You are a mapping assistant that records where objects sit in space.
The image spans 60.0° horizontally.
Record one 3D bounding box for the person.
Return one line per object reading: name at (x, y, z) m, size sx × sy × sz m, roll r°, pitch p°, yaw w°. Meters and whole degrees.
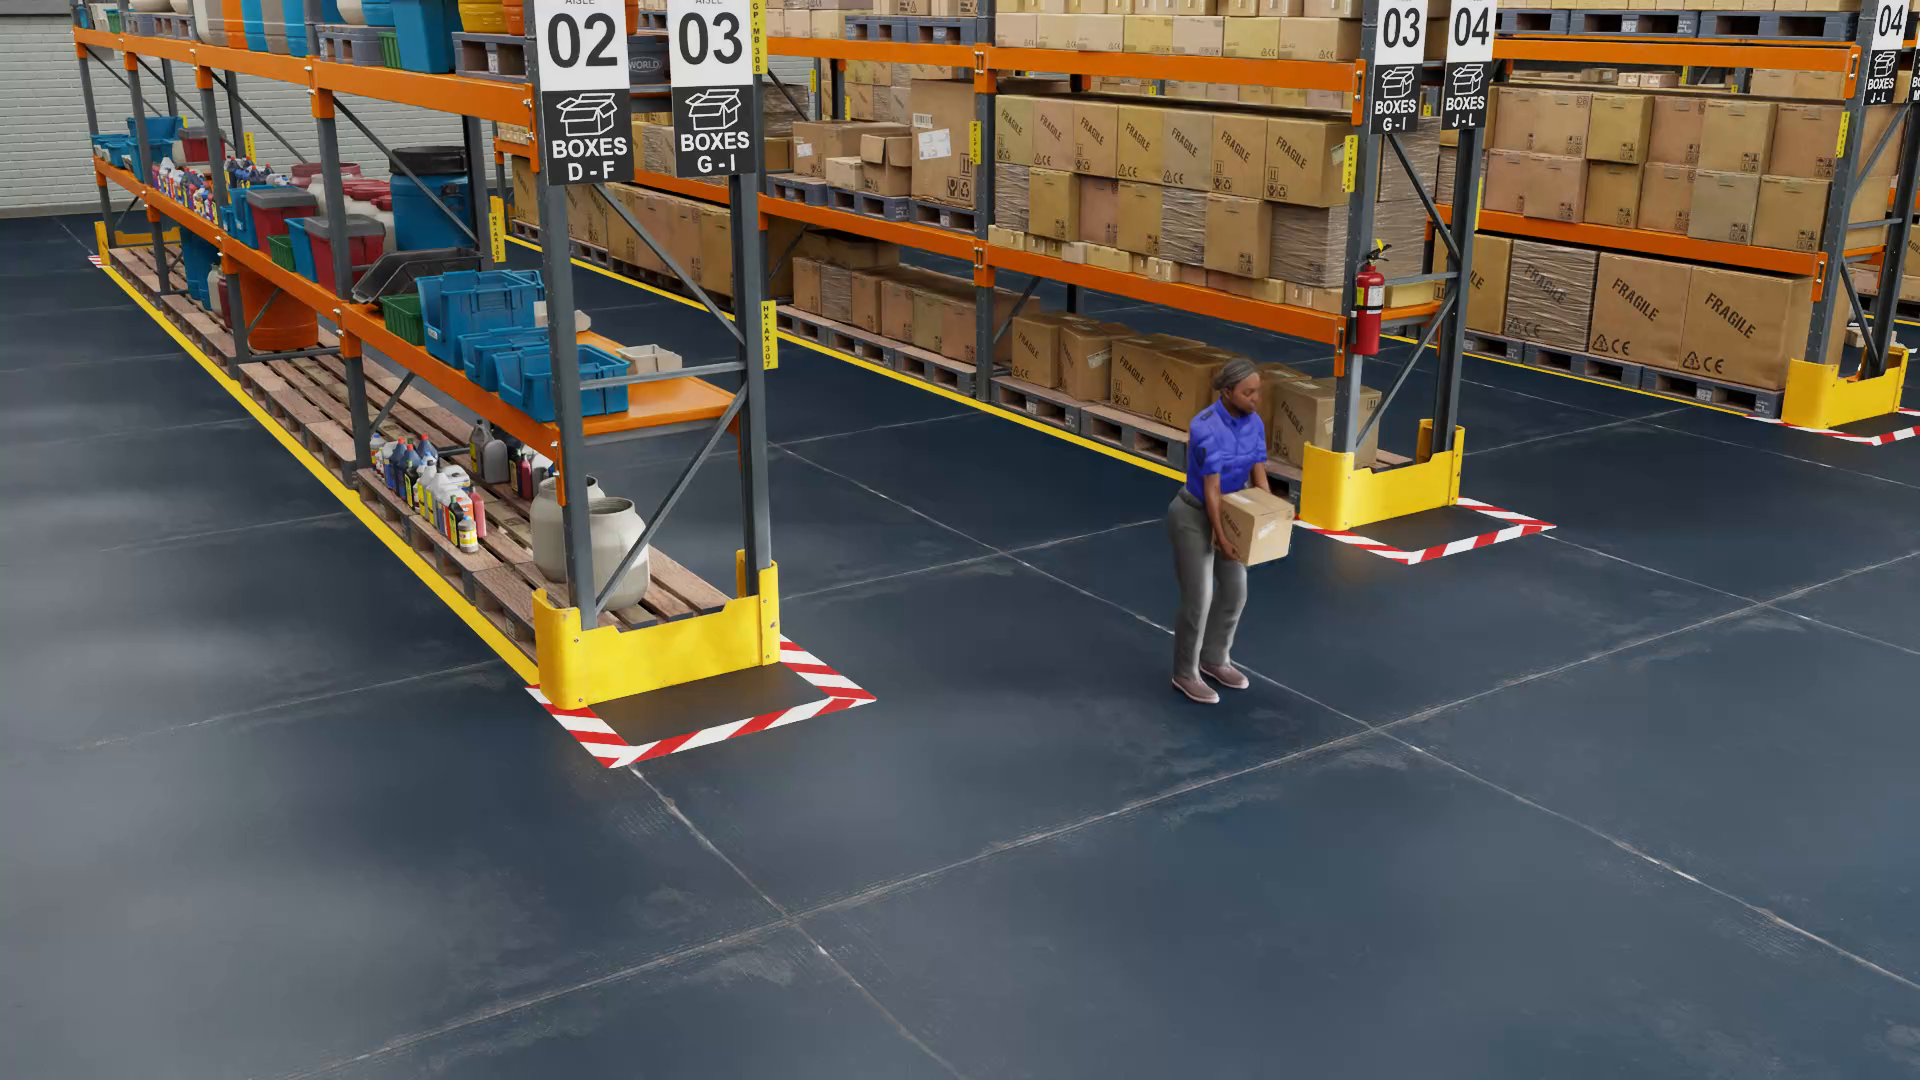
person at (1.236, -0.049, 7.764) m, size 0.411 × 1.637 × 0.539 m, roll -12°, pitch 22°, yaw -32°
